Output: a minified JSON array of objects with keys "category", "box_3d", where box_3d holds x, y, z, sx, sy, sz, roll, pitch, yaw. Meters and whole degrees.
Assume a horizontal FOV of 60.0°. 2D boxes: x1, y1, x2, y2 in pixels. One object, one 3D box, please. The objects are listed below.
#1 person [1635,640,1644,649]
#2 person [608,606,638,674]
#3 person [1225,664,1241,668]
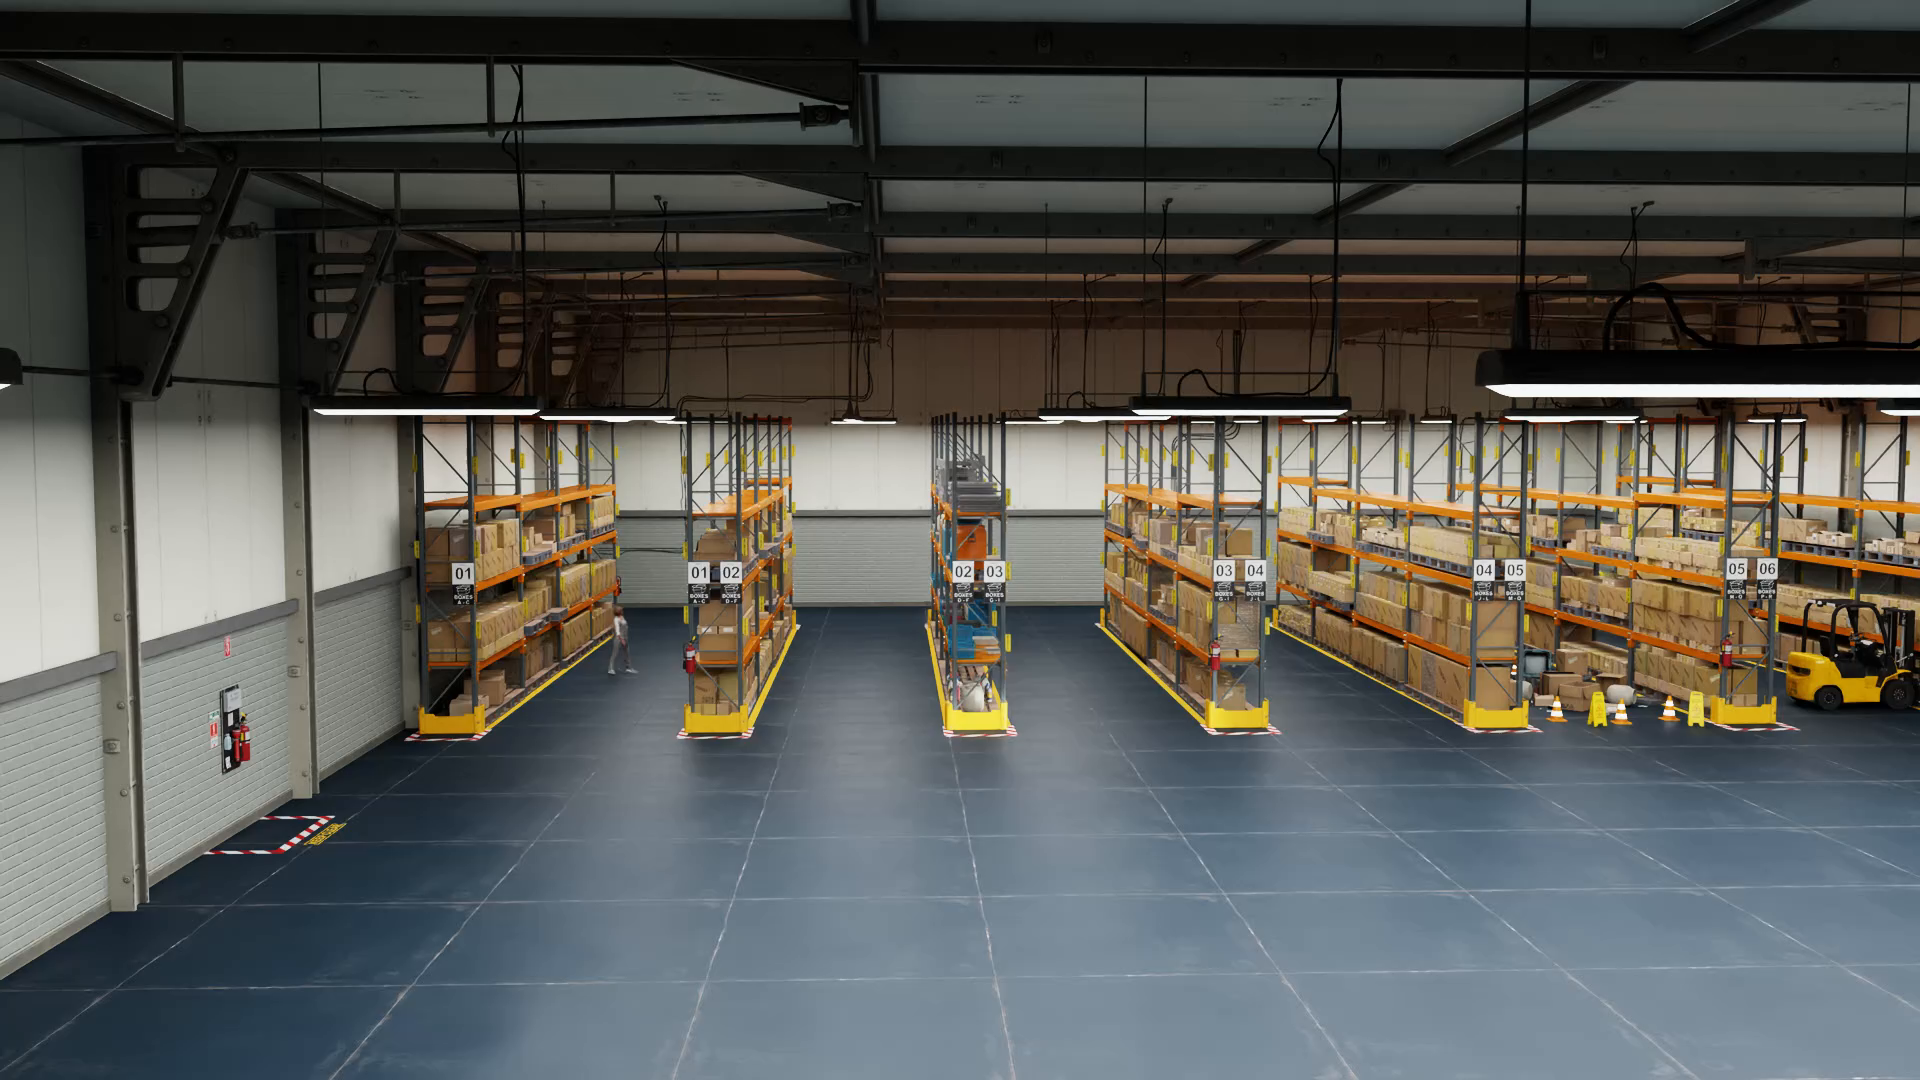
[{"category":"person","box_3d":[16.754,2.075,41.042,0.428,1.677,0.523,2,5,32]},{"category":"person","box_3d":[-7.862,2.321,38.584,0.530,1.604,0.582,1,4,21]},{"category":"person","box_3d":[6.571,2.141,39.592,0.508,1.781,0.630,1,4,17]}]
